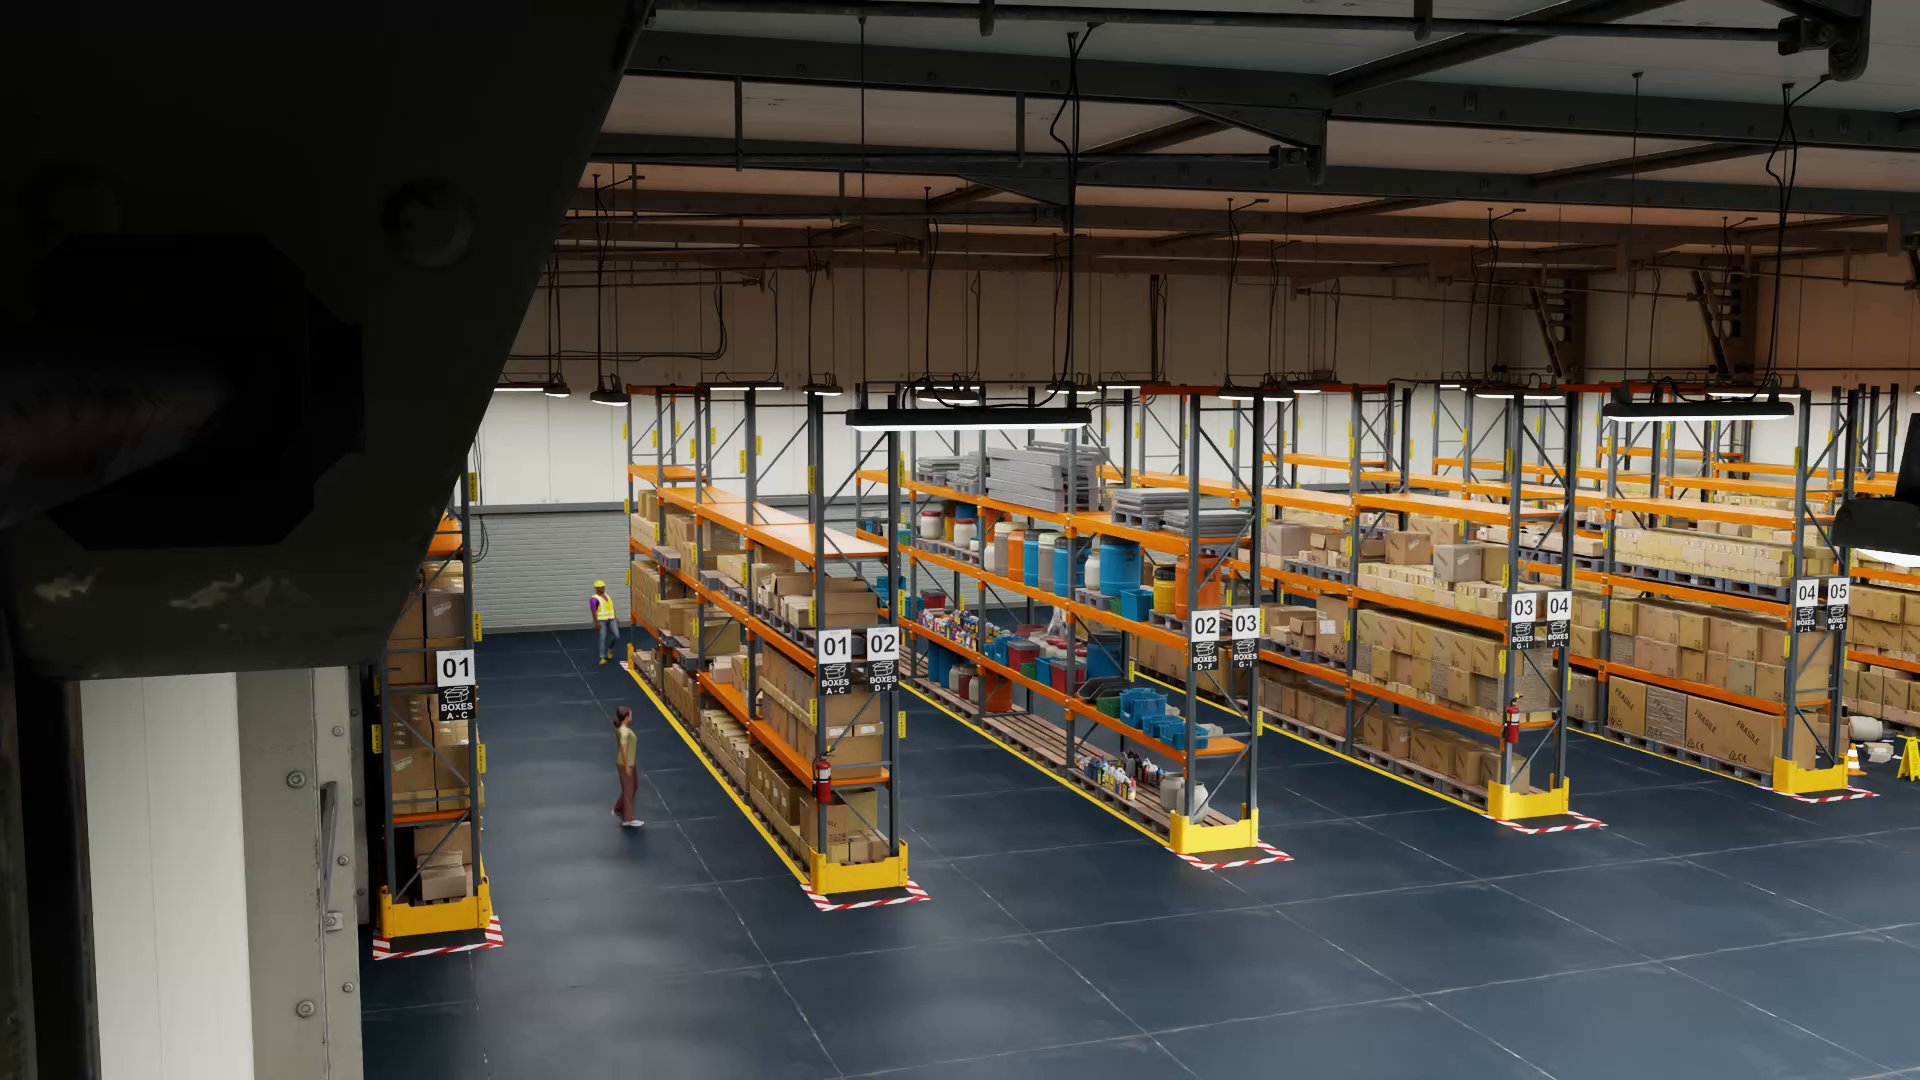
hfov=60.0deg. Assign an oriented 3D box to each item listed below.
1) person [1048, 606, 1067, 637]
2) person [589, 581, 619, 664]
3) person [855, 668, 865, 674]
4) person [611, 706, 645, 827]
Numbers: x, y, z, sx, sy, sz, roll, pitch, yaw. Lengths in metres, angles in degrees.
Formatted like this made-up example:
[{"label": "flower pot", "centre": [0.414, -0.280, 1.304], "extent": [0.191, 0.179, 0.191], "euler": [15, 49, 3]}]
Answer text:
[{"label": "person", "centre": [2.073, 1.837, 34.142], "extent": [0.441, 1.626, 0.534], "euler": [-3, 6, -23]}, {"label": "person", "centre": [-7.698, 1.760, 35.924], "extent": [0.569, 1.753, 0.582], "euler": [-6, 8, -43]}, {"label": "person", "centre": [-1.782, 2.416, 28.757], "extent": [0.369, 1.758, 0.524], "euler": [-1, 6, -8]}, {"label": "person", "centre": [-4.628, 3.132, 23.086], "extent": [0.464, 1.691, 0.527], "euler": [-1, 6, -9]}]
